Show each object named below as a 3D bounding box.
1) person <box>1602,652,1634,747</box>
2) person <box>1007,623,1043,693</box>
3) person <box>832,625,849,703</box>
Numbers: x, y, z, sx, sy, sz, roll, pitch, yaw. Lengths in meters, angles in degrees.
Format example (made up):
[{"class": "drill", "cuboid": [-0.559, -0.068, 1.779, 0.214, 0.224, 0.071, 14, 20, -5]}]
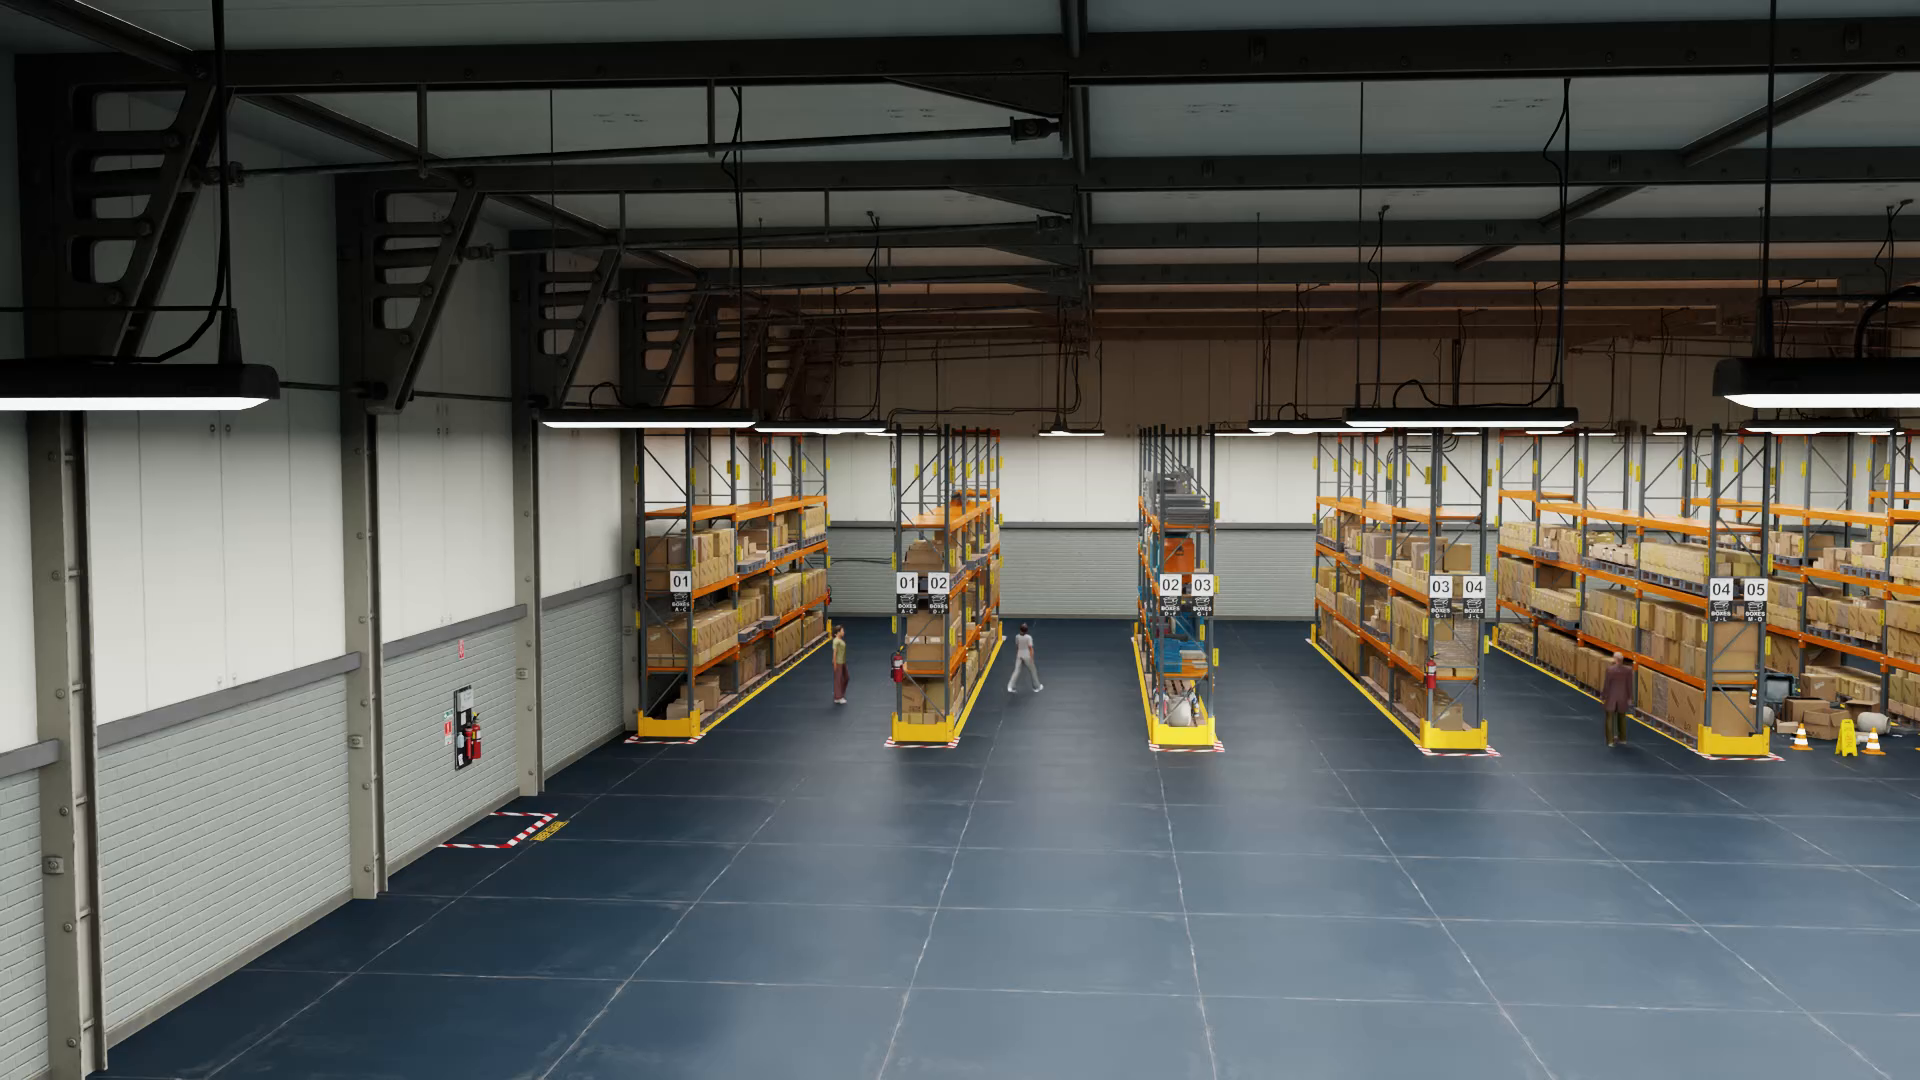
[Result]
[{"class": "person", "cuboid": [12.267, 2.949, 31.056, 0.574, 1.775, 0.656, 1, 4, 11]}, {"class": "person", "cuboid": [1.483, 2.645, 37.337, 0.492, 1.602, 1.047, 3, 5, 42]}, {"class": "person", "cuboid": [-2.611, 2.706, 36.132, 0.376, 1.705, 0.518, 1, 4, 10]}]
